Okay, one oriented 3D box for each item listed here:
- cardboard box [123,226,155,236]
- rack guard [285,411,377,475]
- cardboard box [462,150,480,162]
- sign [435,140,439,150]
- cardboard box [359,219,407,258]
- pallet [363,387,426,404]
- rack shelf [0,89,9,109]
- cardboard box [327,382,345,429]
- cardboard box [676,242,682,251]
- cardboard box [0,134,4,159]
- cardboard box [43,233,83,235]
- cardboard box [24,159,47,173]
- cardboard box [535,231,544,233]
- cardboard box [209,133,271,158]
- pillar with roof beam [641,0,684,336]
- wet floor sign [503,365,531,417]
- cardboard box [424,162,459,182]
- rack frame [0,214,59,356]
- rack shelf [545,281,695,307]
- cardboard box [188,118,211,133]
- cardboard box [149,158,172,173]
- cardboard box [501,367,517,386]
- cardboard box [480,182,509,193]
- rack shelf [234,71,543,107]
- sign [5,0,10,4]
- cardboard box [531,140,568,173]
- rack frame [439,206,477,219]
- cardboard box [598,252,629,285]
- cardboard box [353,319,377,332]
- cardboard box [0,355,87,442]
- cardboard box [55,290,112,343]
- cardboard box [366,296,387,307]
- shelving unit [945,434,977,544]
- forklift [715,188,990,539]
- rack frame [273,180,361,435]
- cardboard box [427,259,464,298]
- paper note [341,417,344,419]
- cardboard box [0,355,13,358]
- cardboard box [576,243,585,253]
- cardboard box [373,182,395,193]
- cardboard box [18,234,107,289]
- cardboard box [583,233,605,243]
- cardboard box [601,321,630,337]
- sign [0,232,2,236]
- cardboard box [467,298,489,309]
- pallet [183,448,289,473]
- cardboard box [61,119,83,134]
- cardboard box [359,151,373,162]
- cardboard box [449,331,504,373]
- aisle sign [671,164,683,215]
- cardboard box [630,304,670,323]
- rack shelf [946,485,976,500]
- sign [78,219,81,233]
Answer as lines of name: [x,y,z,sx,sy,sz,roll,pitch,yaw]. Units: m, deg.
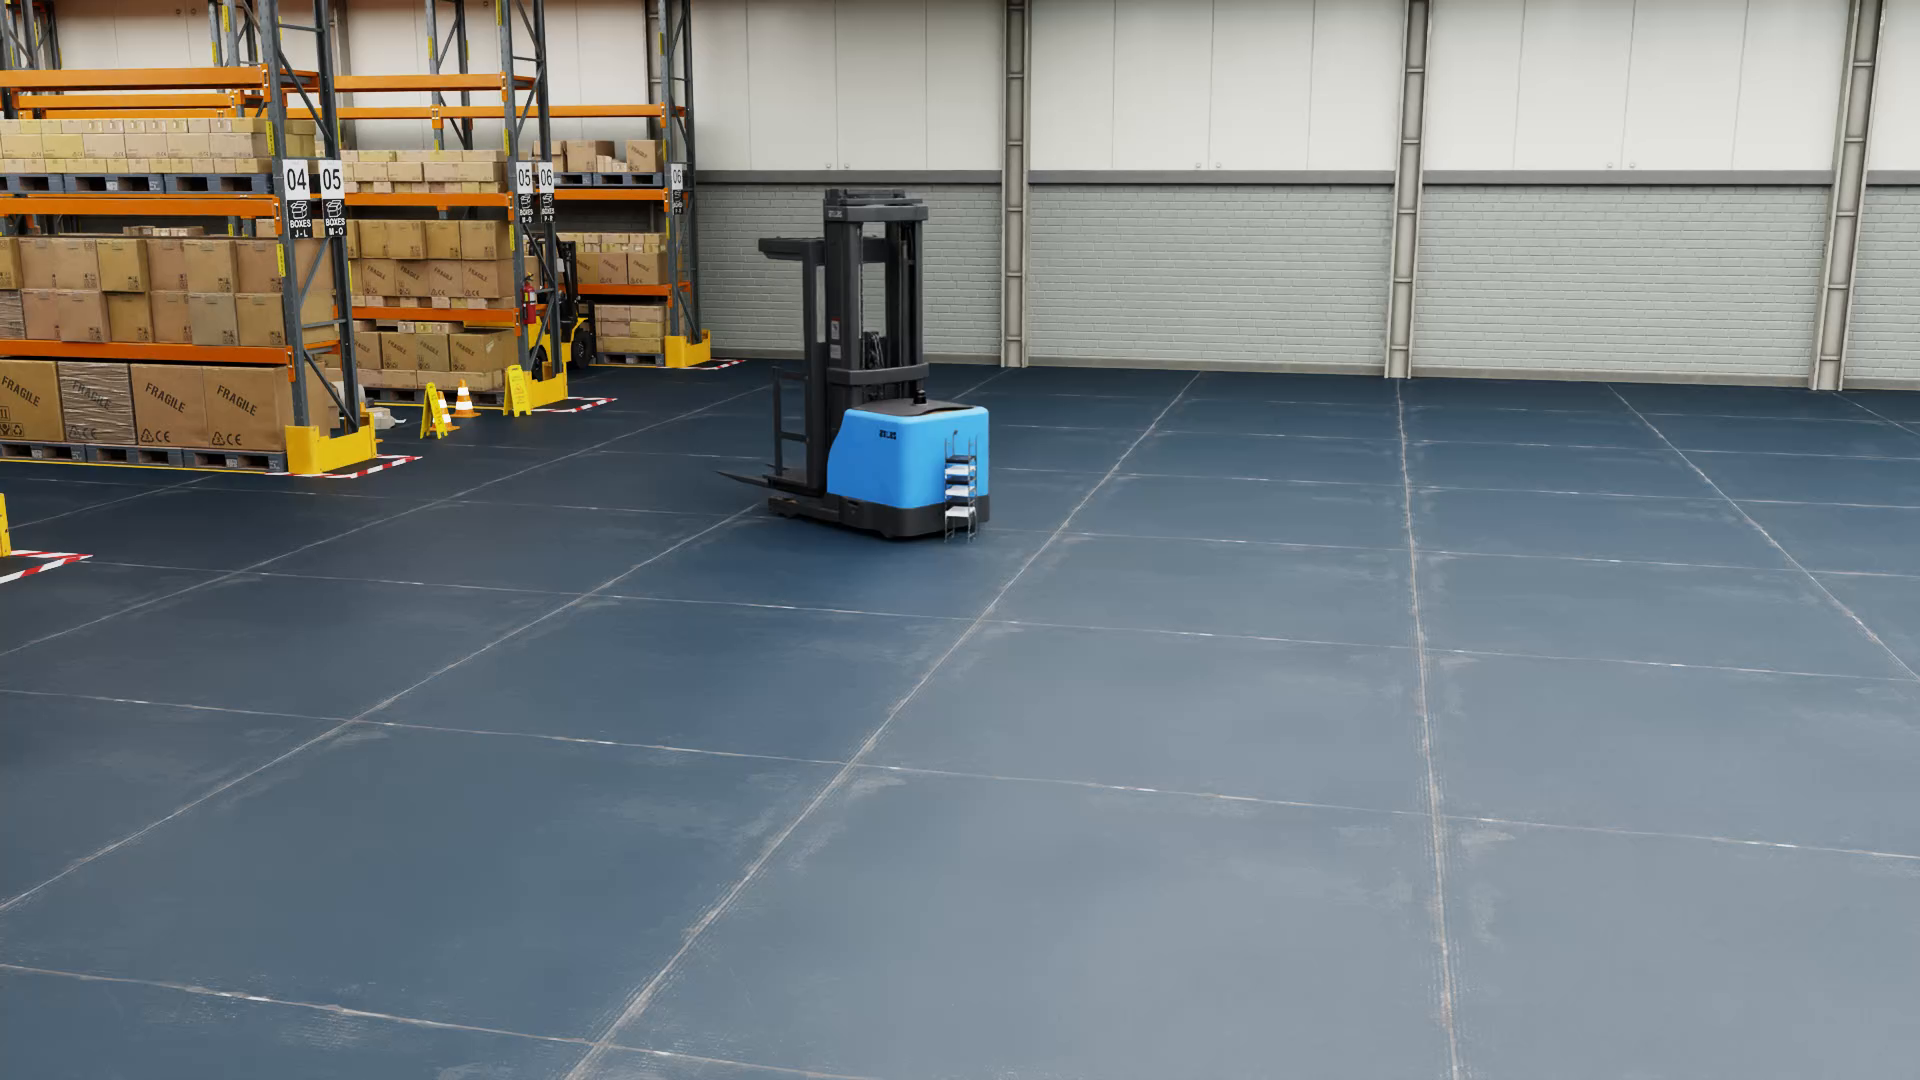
cardboard box: [-11.776,-4.425,23.870,0.250,0.149,0.380,2,13,11]
rack guard: [-6.729,-1.052,17.822,0.348,0.500,1.175,3,13,14]
cardboard box: [-6.305,-5.028,21.784,0.250,0.149,0.380,3,13,15]
sign: [-8.483,-6.327,26.982,0.005,0.325,0.100,3,13,14]
cardboard box: [-7.674,-4.070,22.429,0.500,0.500,0.700,3,13,13]
pallet: [-7.700,-2.076,23.103,1.213,0.211,1.003,3,13,14]
rack shelf: [-12.578,-4.967,18.432,4.000,0.370,1.077,3,13,14]
cardboard box: [-7.977,-1.660,20.554,0.637,0.503,0.797,-6,14,-25]
cardboard box: [-4.746,-4.802,27.222,0.250,0.149,0.380,3,13,12]
cardboard box: [-10.229,-4.187,17.716,0.500,0.250,0.500,3,13,14]
cardboard box: [-15.714,-5.168,29.403,0.500,0.500,0.700,3,13,15]
cardboard box: [-9.627,-3.947,17.554,0.250,0.149,0.380,3,13,13]
cardboard box: [-6.982,-5.079,27.786,0.250,0.149,0.380,3,13,13]
cardboard box: [-7.295,-4.031,17.010,0.500,0.250,0.500,3,13,14]
pillar with roof beam: [-5.971,-6.613,23.265,0.400,9.000,9.100,3,13,14]
wet floor sign: [-5.737,-1.936,21.469,0.232,0.644,0.267,8,15,33]
cardboard box: [-6.711,-4.855,21.927,0.500,0.250,0.500,3,13,13]
rack frame: [-13.432,-3.735,24.144,0.127,3.000,1.000,3,13,14]
rack shelf: [-6.421,-4.117,27.524,4.000,0.370,1.077,3,13,14]
cardboard box: [-7.652,-4.231,16.994,0.250,0.149,0.380,3,13,14]
cardboard box: [-8.145,-3.868,17.198,0.250,0.149,0.380,3,13,13]
cardboard box: [-6.382,-2.283,22.976,0.500,0.250,0.500,3,13,13]
cardboard box: [-6.078,-4.621,21.793,0.250,0.149,0.380,3,13,14]
rack shelf: [-7.607,-6.000,22.169,4.000,0.370,1.077,3,13,14]
sign: [-10.479,-6.059,18.245,0.005,0.325,0.100,3,13,14]
cardboard box: [-6.497,-6.217,26.966,0.637,0.503,0.797,3,13,15]
rack frame: [-8.363,-4.572,27.914,0.127,3.000,1.000,3,13,14]
cardboard box: [-5.521,-4.412,26.964,0.500,0.500,0.500,3,13,15]
cardboard box: [-8.172,-2.927,22.650,0.250,0.149,0.380,4,13,17]
cardboard box: [-10.042,-1.602,18.464,0.875,0.875,0.875,3,13,14]
cardboard box: [-9.240,-2.461,18.056,0.550,0.550,0.875,3,13,14]
cardboard box: [-7.828,-3.246,22.517,0.250,0.149,0.380,3,13,13]
shelving unit: [0.010,-0.434,14.110,0.210,0.900,0.258,4,13,16]
forklift: [-1.114,-1.696,15.112,1.130,2.935,3.031,-12,17,-42]
rack frame: [-6.753,-2.274,17.557,0.127,3.000,1.000,3,13,14]
cardboard box: [-6.743,-3.511,22.217,0.500,0.500,0.500,3,13,14]
paper note: [-7.848,-1.571,21.271,0.142,0.019,0.148,8,15,33]
cardboard box: [-14.083,-2.956,24.569,0.875,0.875,0.875,3,13,13]
cardboard box: [-6.134,-4.750,26.989,0.250,0.149,0.380,3,13,14]
cardboard box: [-7.580,-4.692,22.110,0.250,0.149,0.380,3,13,13]
cardboard box: [-9.724,-3.051,18.222,0.550,0.550,0.875,3,13,14]
cardboard box: [-5.888,-4.882,26.897,0.250,0.149,0.380,3,13,15]
cardboard box: [-5.511,-3.459,27.121,0.500,0.250,0.500,3,13,13]
sign: [-13.562,-4.183,23.491,0.005,0.325,0.100,3,13,14]
cardboard box: [-6.352,-3.162,22.138,0.250,0.149,0.380,3,13,13]
pallet: [-7.548,-0.937,17.972,1.213,0.211,1.003,3,13,14]
cardboard box: [-9.128,-4.310,17.349,0.250,0.149,0.380,3,13,13]
cardboard box: [-7.792,-5.110,22.156,0.250,0.149,0.380,3,13,15]
cardboard box: [-6.505,-2.535,22.384,0.500,0.500,0.500,3,13,14]
aisle sign: [-4.486,-5.568,26.403,0.004,0.787,0.394,3,13,14]
cardboard box: [-5.001,-3.673,26.934,0.500,0.250,0.500,4,13,15]
rack shelf: [0.010,-0.401,14.117,0.200,0.077,0.258,4,13,16]
sign: [-16.000,-5.669,30.186,0.005,0.325,0.100,3,13,14]
